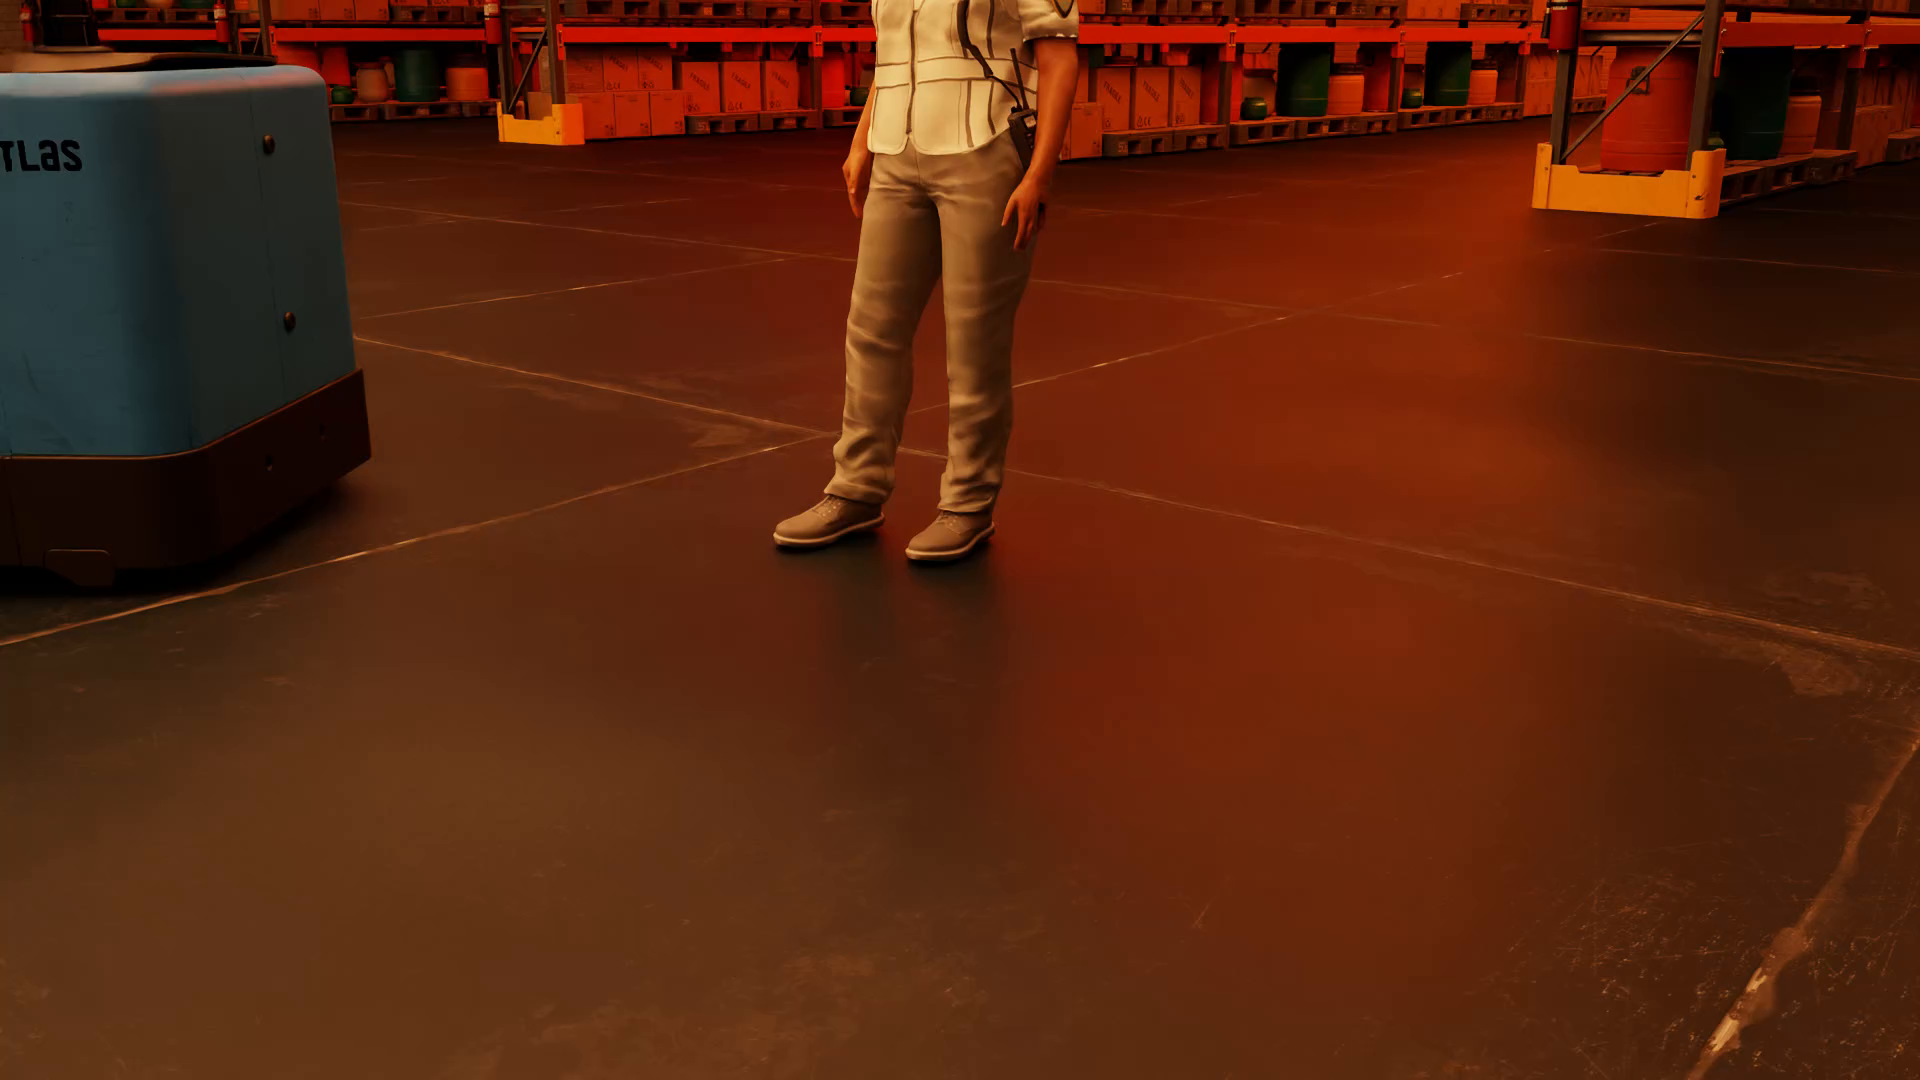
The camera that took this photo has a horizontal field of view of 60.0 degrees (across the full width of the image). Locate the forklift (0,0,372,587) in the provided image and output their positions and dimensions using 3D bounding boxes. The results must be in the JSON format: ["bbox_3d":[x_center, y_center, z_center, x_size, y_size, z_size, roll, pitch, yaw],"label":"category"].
[{"bbox_3d":[-3.090,-1.441,3.642,3.031,2.935,1.130,1,17,2],"label":"forklift"}]

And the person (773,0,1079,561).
[{"bbox_3d":[-0.066,-0.792,3.655,0.598,1.670,0.529,13,21,37],"label":"person"}]
